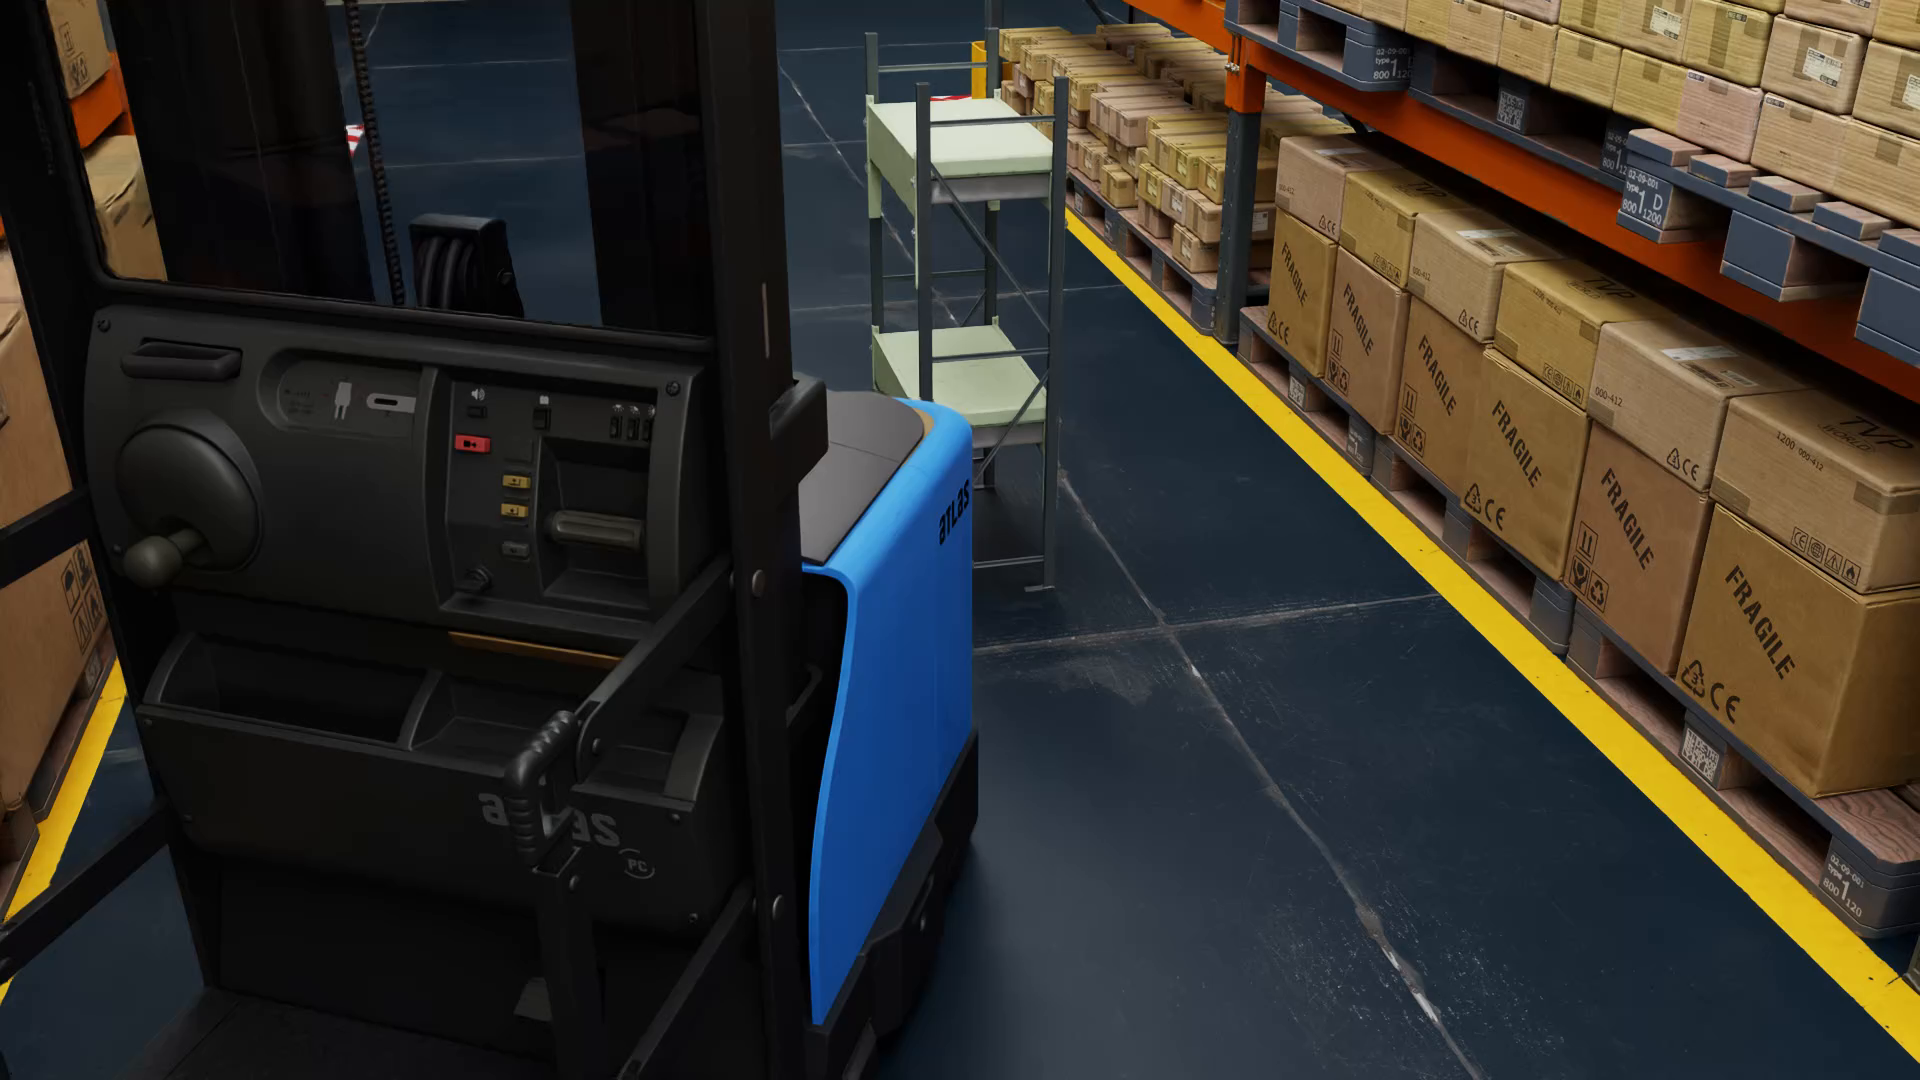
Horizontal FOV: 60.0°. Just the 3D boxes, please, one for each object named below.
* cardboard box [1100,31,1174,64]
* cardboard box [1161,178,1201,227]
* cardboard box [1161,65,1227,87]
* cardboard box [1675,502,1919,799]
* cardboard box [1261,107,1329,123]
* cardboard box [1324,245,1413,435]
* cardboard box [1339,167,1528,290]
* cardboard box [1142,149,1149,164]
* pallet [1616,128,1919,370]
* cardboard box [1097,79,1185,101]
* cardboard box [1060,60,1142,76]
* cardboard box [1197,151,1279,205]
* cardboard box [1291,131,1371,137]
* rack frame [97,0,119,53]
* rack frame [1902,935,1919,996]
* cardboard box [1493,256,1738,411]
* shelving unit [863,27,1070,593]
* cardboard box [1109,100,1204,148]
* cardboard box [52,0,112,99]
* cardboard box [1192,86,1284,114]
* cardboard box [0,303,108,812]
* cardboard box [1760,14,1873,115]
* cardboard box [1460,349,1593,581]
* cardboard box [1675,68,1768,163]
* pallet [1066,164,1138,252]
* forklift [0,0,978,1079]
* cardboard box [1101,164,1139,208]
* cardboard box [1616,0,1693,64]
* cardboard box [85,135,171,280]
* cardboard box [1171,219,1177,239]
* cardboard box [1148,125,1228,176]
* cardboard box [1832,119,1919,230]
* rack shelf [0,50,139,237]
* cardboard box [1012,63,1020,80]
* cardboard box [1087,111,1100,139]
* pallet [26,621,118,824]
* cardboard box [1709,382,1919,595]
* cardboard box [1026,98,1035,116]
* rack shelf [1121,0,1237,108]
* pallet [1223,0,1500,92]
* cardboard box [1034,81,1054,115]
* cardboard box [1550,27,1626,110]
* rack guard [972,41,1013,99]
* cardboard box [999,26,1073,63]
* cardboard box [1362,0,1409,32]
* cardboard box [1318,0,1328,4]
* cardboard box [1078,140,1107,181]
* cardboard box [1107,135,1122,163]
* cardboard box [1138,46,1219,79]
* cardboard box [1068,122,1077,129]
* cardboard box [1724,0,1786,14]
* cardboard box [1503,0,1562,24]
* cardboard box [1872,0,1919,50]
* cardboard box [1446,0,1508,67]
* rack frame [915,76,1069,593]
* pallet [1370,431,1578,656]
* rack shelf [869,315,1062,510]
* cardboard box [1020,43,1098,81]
[{"bbox_3d":[1.017,-2.821,9.548,0.380,0.149,0.250,-5,27,-11],"label":"cardboard box"},{"bbox_3d":[1.098,-1.478,7.218,0.380,0.149,0.250,-7,28,-14],"label":"cardboard box"},{"bbox_3d":[1.262,-2.361,8.636,0.380,0.149,0.250,-7,28,-13],"label":"cardboard box"},{"bbox_3d":[2.050,0.215,3.804,0.500,0.500,0.500,-6,27,-12],"label":"cardboard box"},{"bbox_3d":[1.485,-1.905,7.733,0.380,0.149,0.250,-7,28,-13],"label":"cardboard box"},{"bbox_3d":[1.580,-0.696,5.607,0.500,0.500,0.500,-5,27,-9],"label":"cardboard box"},{"bbox_3d":[1.583,-1.029,5.435,0.500,0.250,0.500,-5,27,-10],"label":"cardboard box"},{"bbox_3d":[1.059,-1.714,7.685,0.380,0.149,0.250,-6,27,-11],"label":"cardboard box"},{"bbox_3d":[2.188,-0.668,3.457,1.213,0.211,1.003,-6,27,-12],"label":"pallet"},{"bbox_3d":[0.903,-2.203,8.323,0.380,0.149,0.250,-6,27,-11],"label":"cardboard box"},{"bbox_3d":[0.738,-2.424,8.760,0.380,0.149,0.250,-5,27,-10],"label":"cardboard box"},{"bbox_3d":[1.218,-1.517,6.965,0.380,0.149,0.250,-5,27,-10],"label":"cardboard box"},{"bbox_3d":[1.671,-1.687,7.301,0.380,0.149,0.250,-5,27,-9],"label":"cardboard box"},{"bbox_3d":[-3.304,-1.748,5.384,1.000,3.000,0.127,-6,27,-12],"label":"rack frame"},{"bbox_3d":[2.453,-0.451,2.815,1.000,3.000,0.127,-6,27,-12],"label":"rack frame"},{"bbox_3d":[1.820,-0.577,4.539,0.500,0.250,0.500,-5,27,-10],"label":"cardboard box"},{"bbox_3d":[0.002,-0.667,4.906,0.431,1.500,0.755,-6,27,-12],"label":"shelving unit"},{"bbox_3d":[0.925,-1.966,7.853,0.380,0.149,0.250,-7,28,-14],"label":"cardboard box"},{"bbox_3d":[-2.932,-1.615,5.010,0.500,0.500,0.500,-6,27,-11],"label":"cardboard box"},{"bbox_3d":[1.366,-2.136,8.191,0.380,0.149,0.250,-7,28,-14],"label":"cardboard box"},{"bbox_3d":[-2.731,0.072,3.671,1.225,0.875,0.875,-6,27,-11],"label":"cardboard box"},{"bbox_3d":[1.836,-0.947,3.280,0.380,0.149,0.250,-5,27,-10],"label":"cardboard box"},{"bbox_3d":[1.801,-0.244,4.713,0.500,0.500,0.500,-7,28,-14],"label":"cardboard box"},{"bbox_3d":[1.781,-0.919,3.554,0.380,0.149,0.250,-5,27,-11],"label":"cardboard box"},{"bbox_3d":[1.087,-1.790,8.563,1.003,0.211,1.213,-6,27,-12],"label":"pallet"},{"bbox_3d":[-0.858,-0.054,2.103,1.130,2.935,3.031,7,28,14],"label":"forklift"},{"bbox_3d":[0.898,-1.714,8.015,0.380,0.149,0.250,-6,27,-12],"label":"cardboard box"},{"bbox_3d":[1.718,-1.172,3.726,0.380,0.149,0.250,-6,27,-11],"label":"cardboard box"},{"bbox_3d":[-3.140,-0.708,5.216,1.225,0.875,0.875,-6,27,-11],"label":"cardboard box"},{"bbox_3d":[1.154,-1.382,7.357,0.380,0.149,0.250,-5,27,-10],"label":"cardboard box"},{"bbox_3d":[1.058,-1.734,7.394,0.380,0.149,0.250,-6,27,-12],"label":"cardboard box"},{"bbox_3d":[1.894,-0.697,3.114,0.380,0.149,0.250,-5,27,-11],"label":"cardboard box"},{"bbox_3d":[-2.853,-0.549,3.807,1.077,0.370,4.000,-6,27,-12],"label":"rack shelf"},{"bbox_3d":[0.518,-2.755,9.747,0.380,0.149,0.250,-5,27,-9],"label":"cardboard box"},{"bbox_3d":[0.872,-2.185,8.618,0.380,0.149,0.250,-5,27,-9],"label":"cardboard box"},{"bbox_3d":[-2.778,0.365,4.294,1.003,0.211,1.213,-6,27,-12],"label":"pallet"},{"bbox_3d":[2.043,-0.131,3.657,0.500,0.250,0.500,-7,28,-13],"label":"cardboard box"},{"bbox_3d":[0.595,-2.509,9.590,0.380,0.149,0.250,-6,27,-12],"label":"cardboard box"},{"bbox_3d":[1.101,-2.764,8.196,1.077,0.370,4.000,-6,27,-12],"label":"rack shelf"},{"bbox_3d":[1.582,-1.771,5.644,1.003,0.211,1.213,-6,27,-12],"label":"pallet"},{"bbox_3d":[0.618,-2.407,9.057,0.380,0.149,0.250,-5,27,-10],"label":"cardboard box"},{"bbox_3d":[1.666,-1.146,4.005,0.380,0.149,0.250,-7,28,-14],"label":"cardboard box"},{"bbox_3d":[0.667,-2.814,10.271,1.175,0.500,0.348,-6,27,-12],"label":"rack guard"},{"bbox_3d":[0.437,-2.879,9.663,0.380,0.149,0.250,-7,28,-14],"label":"cardboard box"},{"bbox_3d":[1.426,-1.610,4.923,0.380,0.149,0.250,-7,28,-14],"label":"cardboard box"},{"bbox_3d":[1.313,-1.832,5.363,0.380,0.149,0.250,-6,27,-11],"label":"cardboard box"},{"bbox_3d":[0.818,-1.938,8.458,0.380,0.149,0.250,-6,27,-12],"label":"cardboard box"},{"bbox_3d":[0.942,-1.944,8.140,0.380,0.149,0.250,-7,28,-14],"label":"cardboard box"},{"bbox_3d":[1.196,-2.600,9.110,0.380,0.149,0.250,-7,28,-14],"label":"cardboard box"},{"bbox_3d":[0.759,-2.175,8.928,0.380,0.149,0.250,-6,27,-11],"label":"cardboard box"},{"bbox_3d":[1.782,-1.186,3.424,0.380,0.149,0.250,-5,27,-10],"label":"cardboard box"},{"bbox_3d":[1.605,-1.396,4.170,0.380,0.149,0.250,-5,27,-10],"label":"cardboard box"},{"bbox_3d":[1.896,-0.961,2.977,0.380,0.149,0.250,-7,28,-14],"label":"cardboard box"},{"bbox_3d":[1.545,-1.379,4.467,0.380,0.149,0.250,-7,28,-14],"label":"cardboard box"},{"bbox_3d":[0.084,-0.506,4.588,0.400,1.500,0.023,-6,27,-12],"label":"rack frame"},{"bbox_3d":[2.007,-0.084,5.183,1.003,0.211,1.213,-6,27,-12],"label":"pallet"},{"bbox_3d":[0.002,-0.376,5.053,0.431,0.370,0.720,-6,27,-12],"label":"rack shelf"},{"bbox_3d":[0.548,-2.647,9.203,0.380,0.149,0.250,-6,27,-12],"label":"cardboard box"}]
